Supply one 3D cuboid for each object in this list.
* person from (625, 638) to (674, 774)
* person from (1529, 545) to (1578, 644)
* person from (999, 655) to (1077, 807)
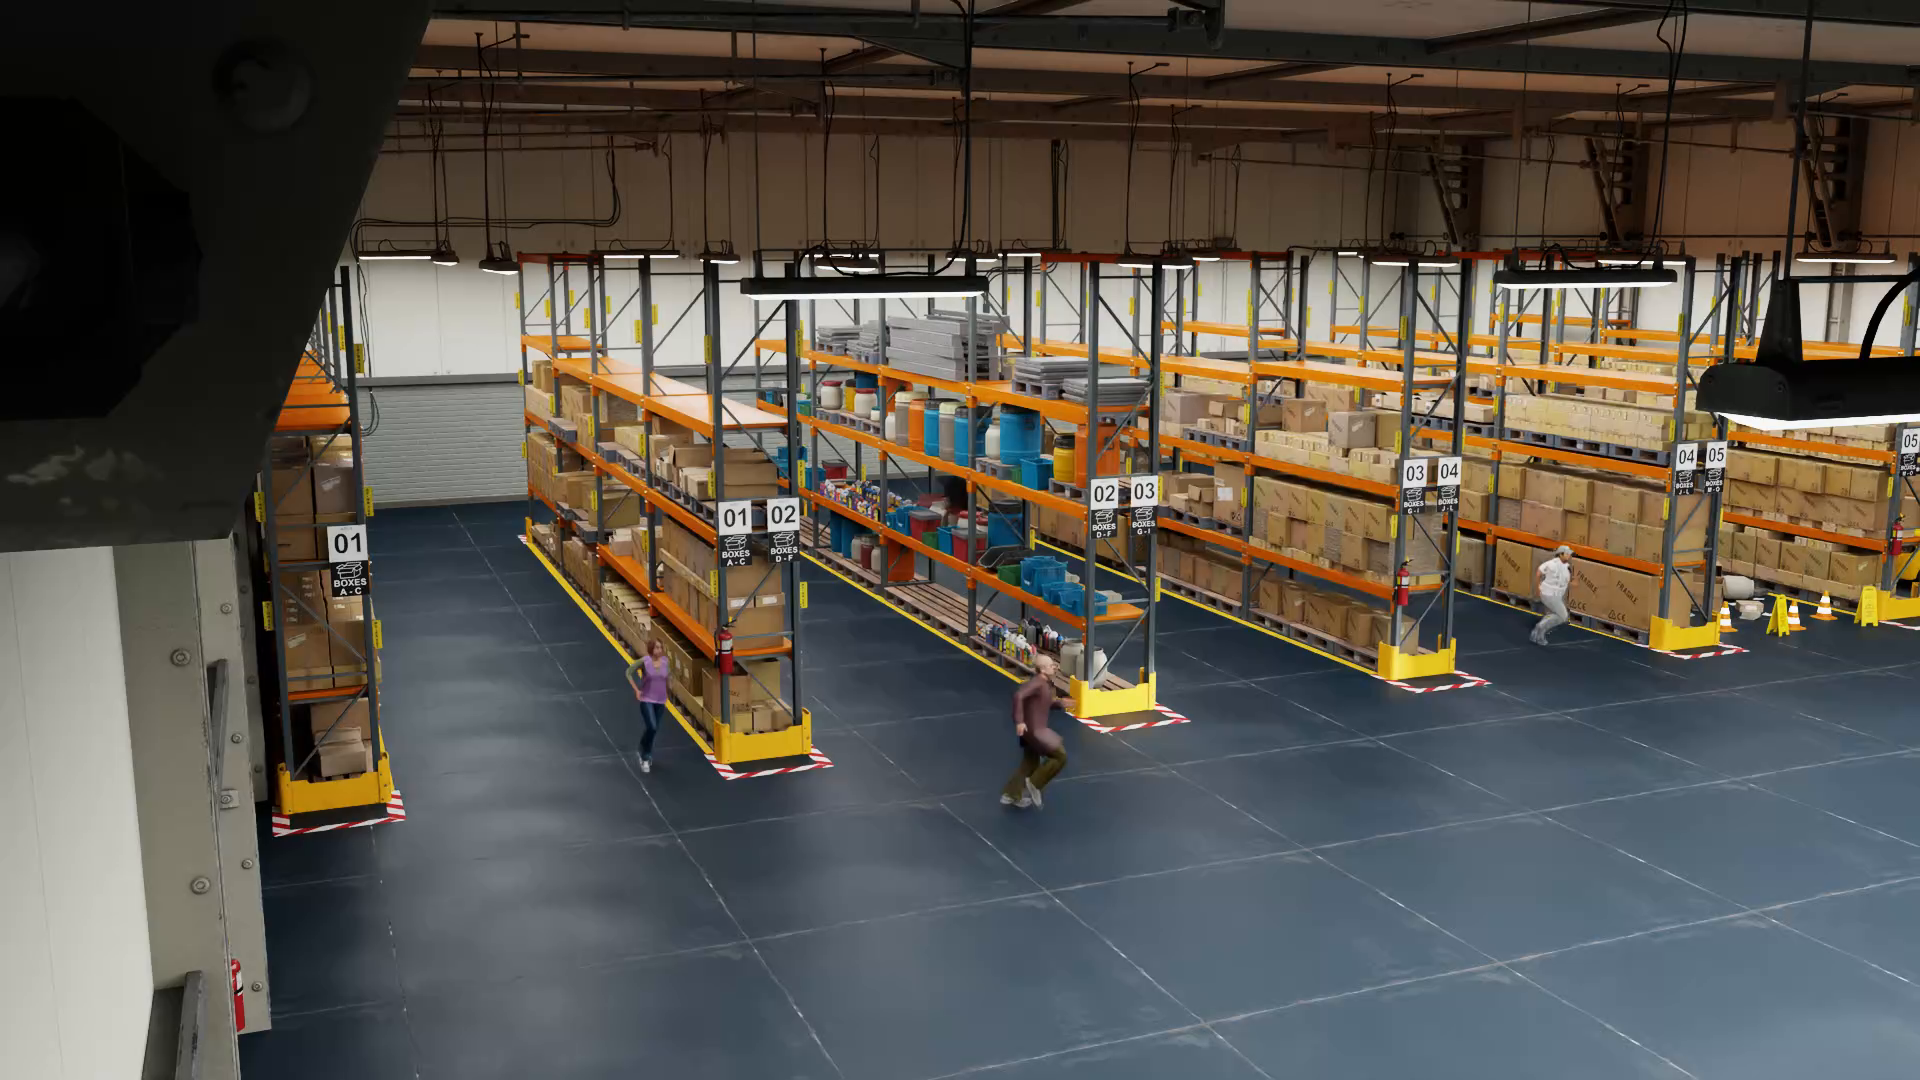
[{"bbox_3d":[-3.687,1.968,19.979,0.540,1.619,0.698,-8,13,-36],"label":"person"},{"bbox_3d":[9.235,0.854,25.832,0.705,1.588,0.564,8,13,38],"label":"person"},{"bbox_3d":[0.876,2.136,18.439,0.830,1.735,0.753,1,10,4],"label":"person"}]
